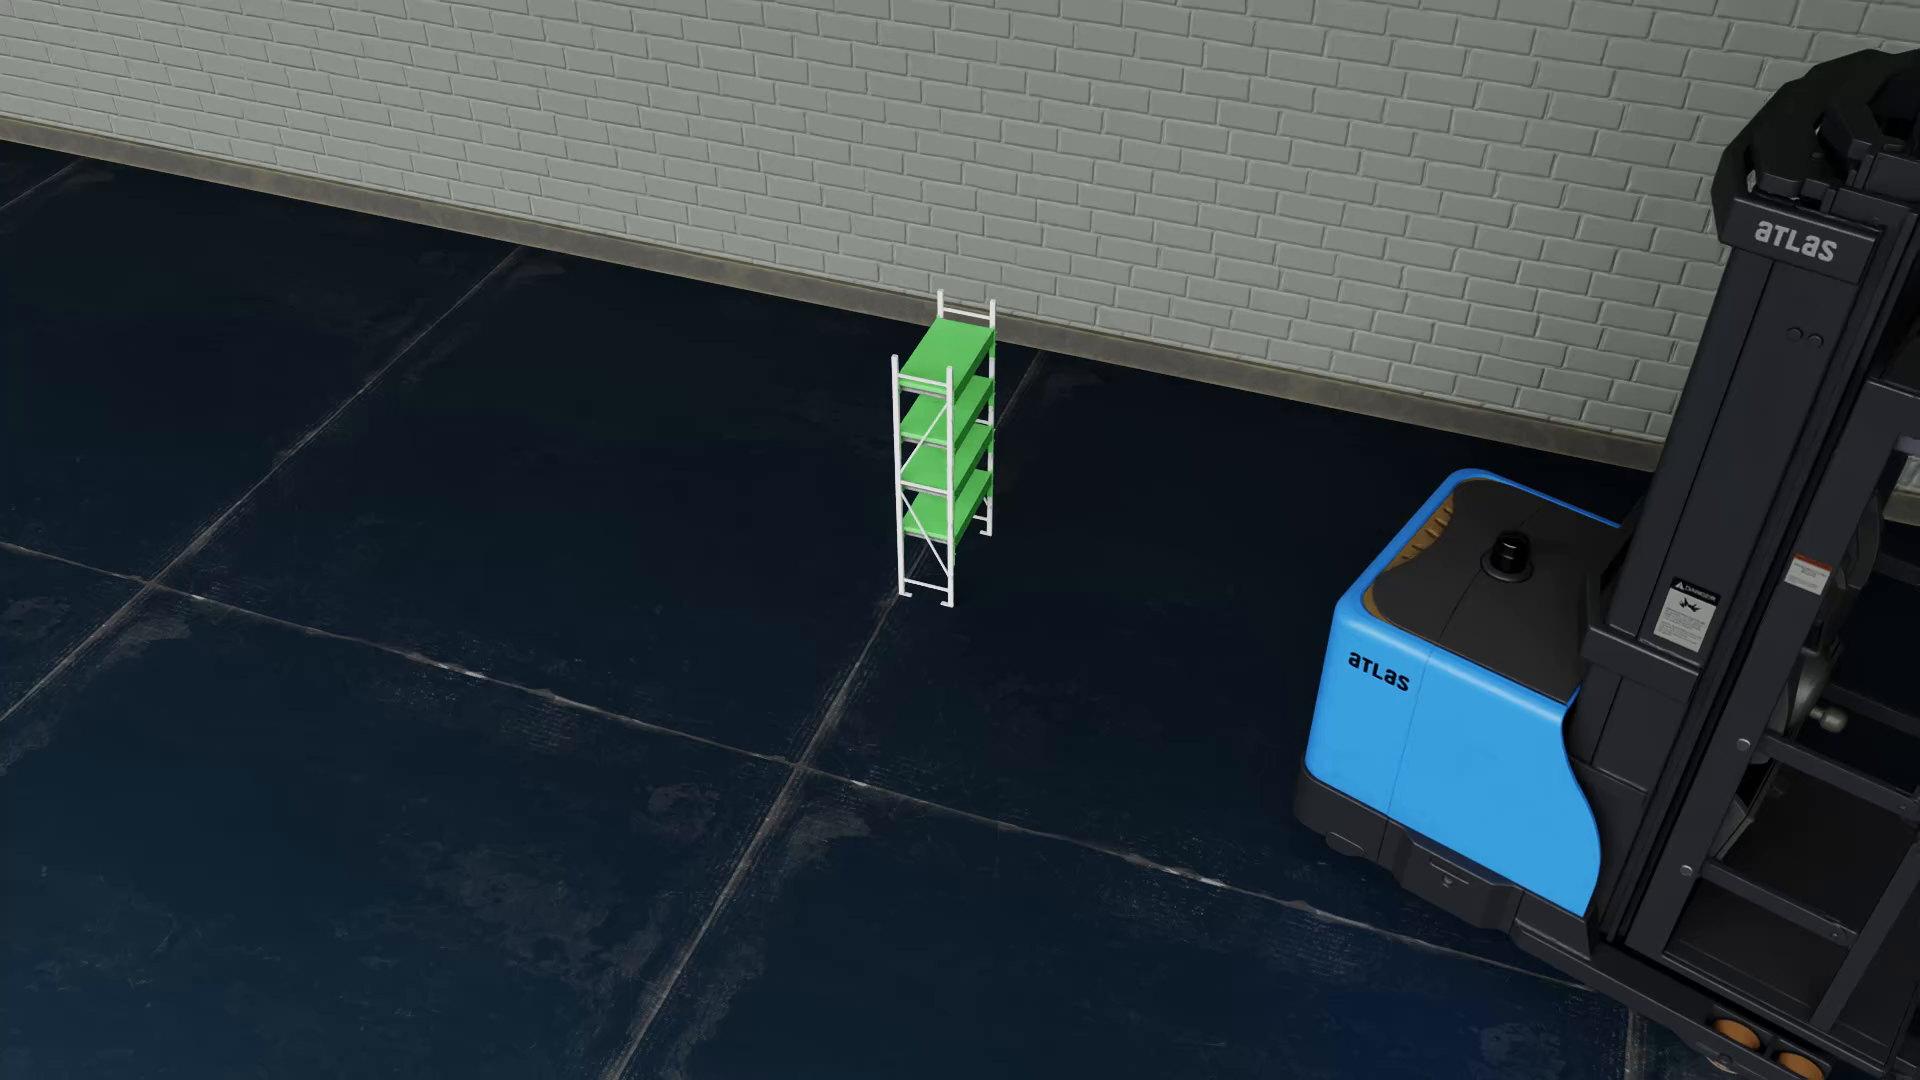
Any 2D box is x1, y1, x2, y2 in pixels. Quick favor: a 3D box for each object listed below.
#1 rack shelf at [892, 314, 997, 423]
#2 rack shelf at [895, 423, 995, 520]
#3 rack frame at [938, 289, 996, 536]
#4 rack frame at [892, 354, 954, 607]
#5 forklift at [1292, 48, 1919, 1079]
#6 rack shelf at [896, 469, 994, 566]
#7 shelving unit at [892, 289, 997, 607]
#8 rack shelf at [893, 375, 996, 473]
[{"bbox_3d":[-0.057,-0.672,6.472,0.258,0.148,0.480,13,42,15],"label":"rack shelf"},{"bbox_3d":[-0.057,-0.307,6.784,0.258,0.148,0.480,13,42,15],"label":"rack shelf"},{"bbox_3d":[0.027,-0.504,6.917,0.240,1.200,0.015,13,42,15],"label":"rack frame"},{"bbox_3d":[-0.140,-0.207,6.568,0.240,1.200,0.015,13,42,15],"label":"rack frame"},{"bbox_3d":[2.674,0.254,4.694,3.031,2.935,1.130,27,47,28],"label":"forklift"},{"bbox_3d":[-0.057,-0.124,6.939,0.258,0.148,0.480,13,42,15],"label":"rack shelf"},{"bbox_3d":[-0.057,-0.356,6.742,0.258,1.200,0.503,13,42,15],"label":"shelving unit"},{"bbox_3d":[-0.057,-0.489,6.628,0.258,0.148,0.480,13,42,15],"label":"rack shelf"}]
